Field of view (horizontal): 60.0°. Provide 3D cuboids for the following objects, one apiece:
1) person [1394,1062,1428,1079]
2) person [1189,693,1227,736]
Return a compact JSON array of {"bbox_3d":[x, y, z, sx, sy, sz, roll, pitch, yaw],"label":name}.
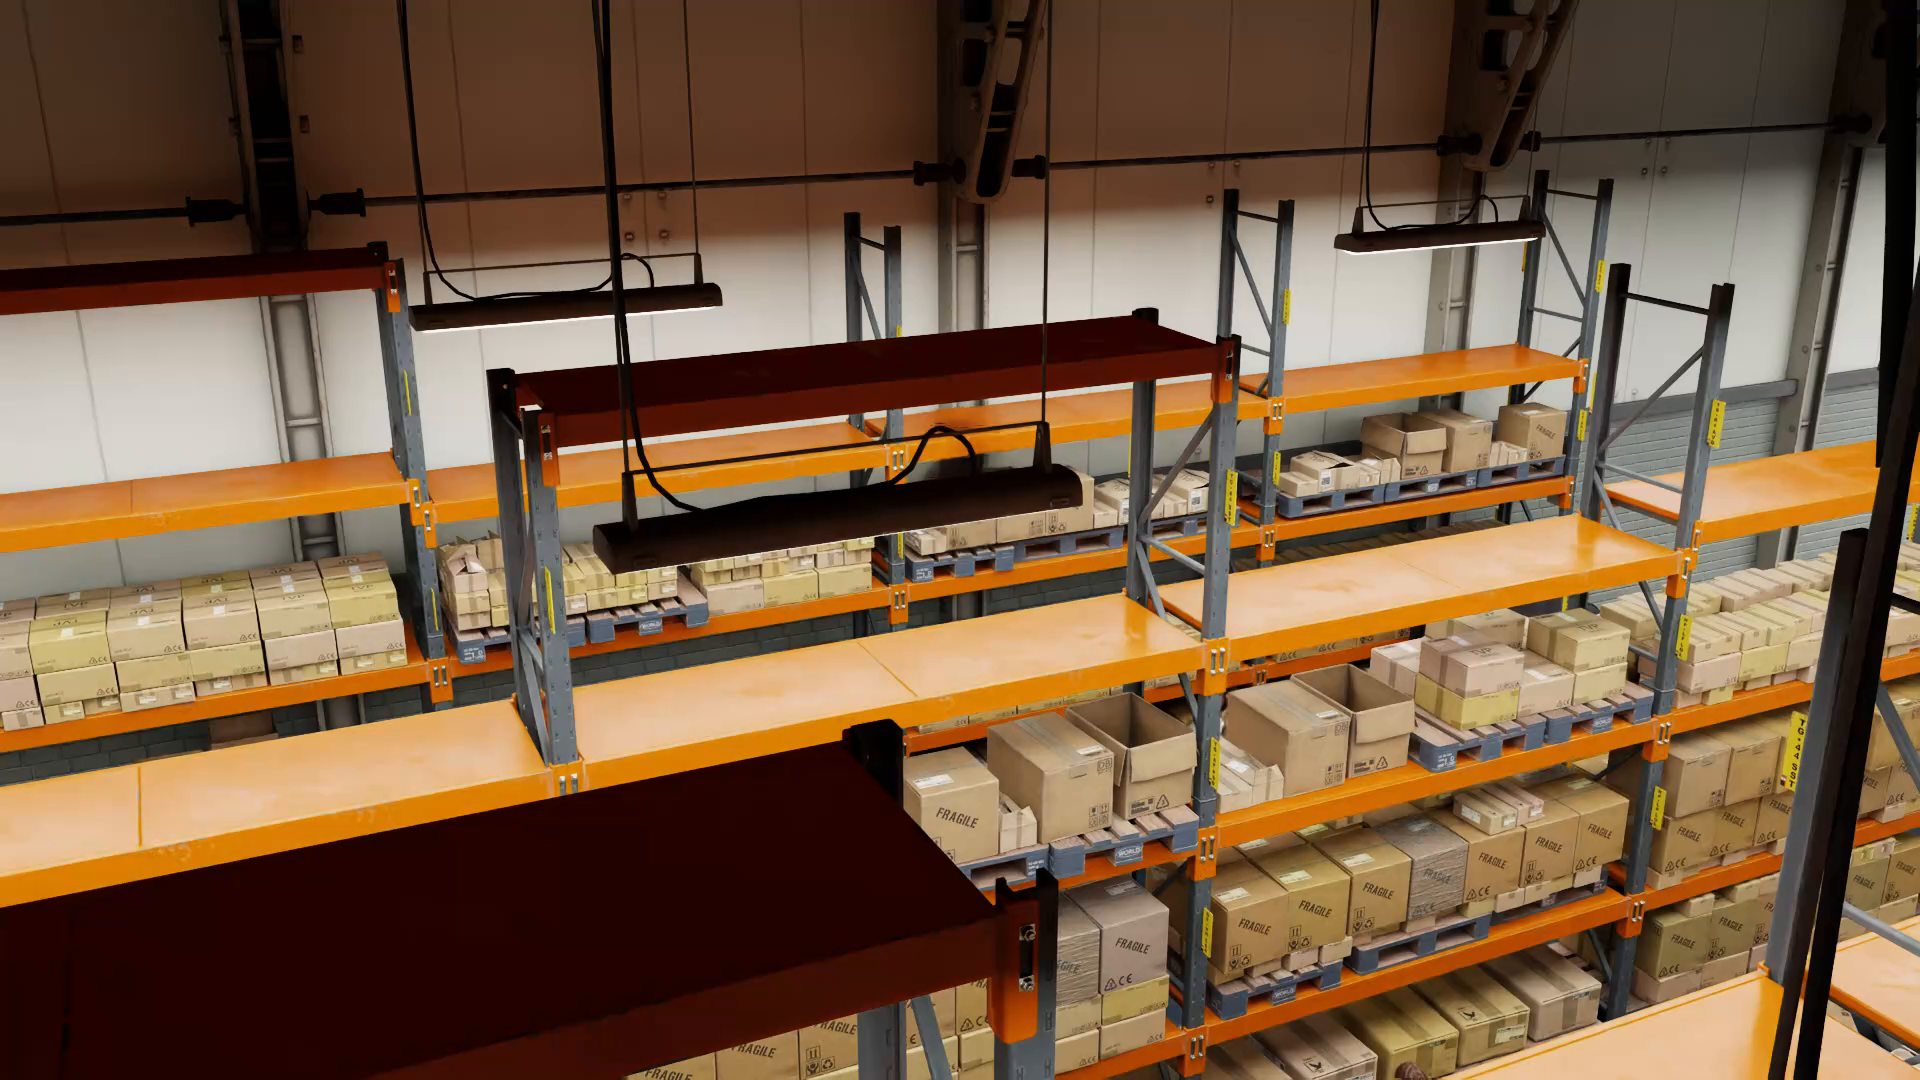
[{"bbox_3d":[2.777,3.972,10.633,0.382,1.592,0.506,8,20,23],"label":"person"},{"bbox_3d":[2.189,2.117,15.256,0.841,1.551,0.391,-13,23,-34],"label":"person"}]
